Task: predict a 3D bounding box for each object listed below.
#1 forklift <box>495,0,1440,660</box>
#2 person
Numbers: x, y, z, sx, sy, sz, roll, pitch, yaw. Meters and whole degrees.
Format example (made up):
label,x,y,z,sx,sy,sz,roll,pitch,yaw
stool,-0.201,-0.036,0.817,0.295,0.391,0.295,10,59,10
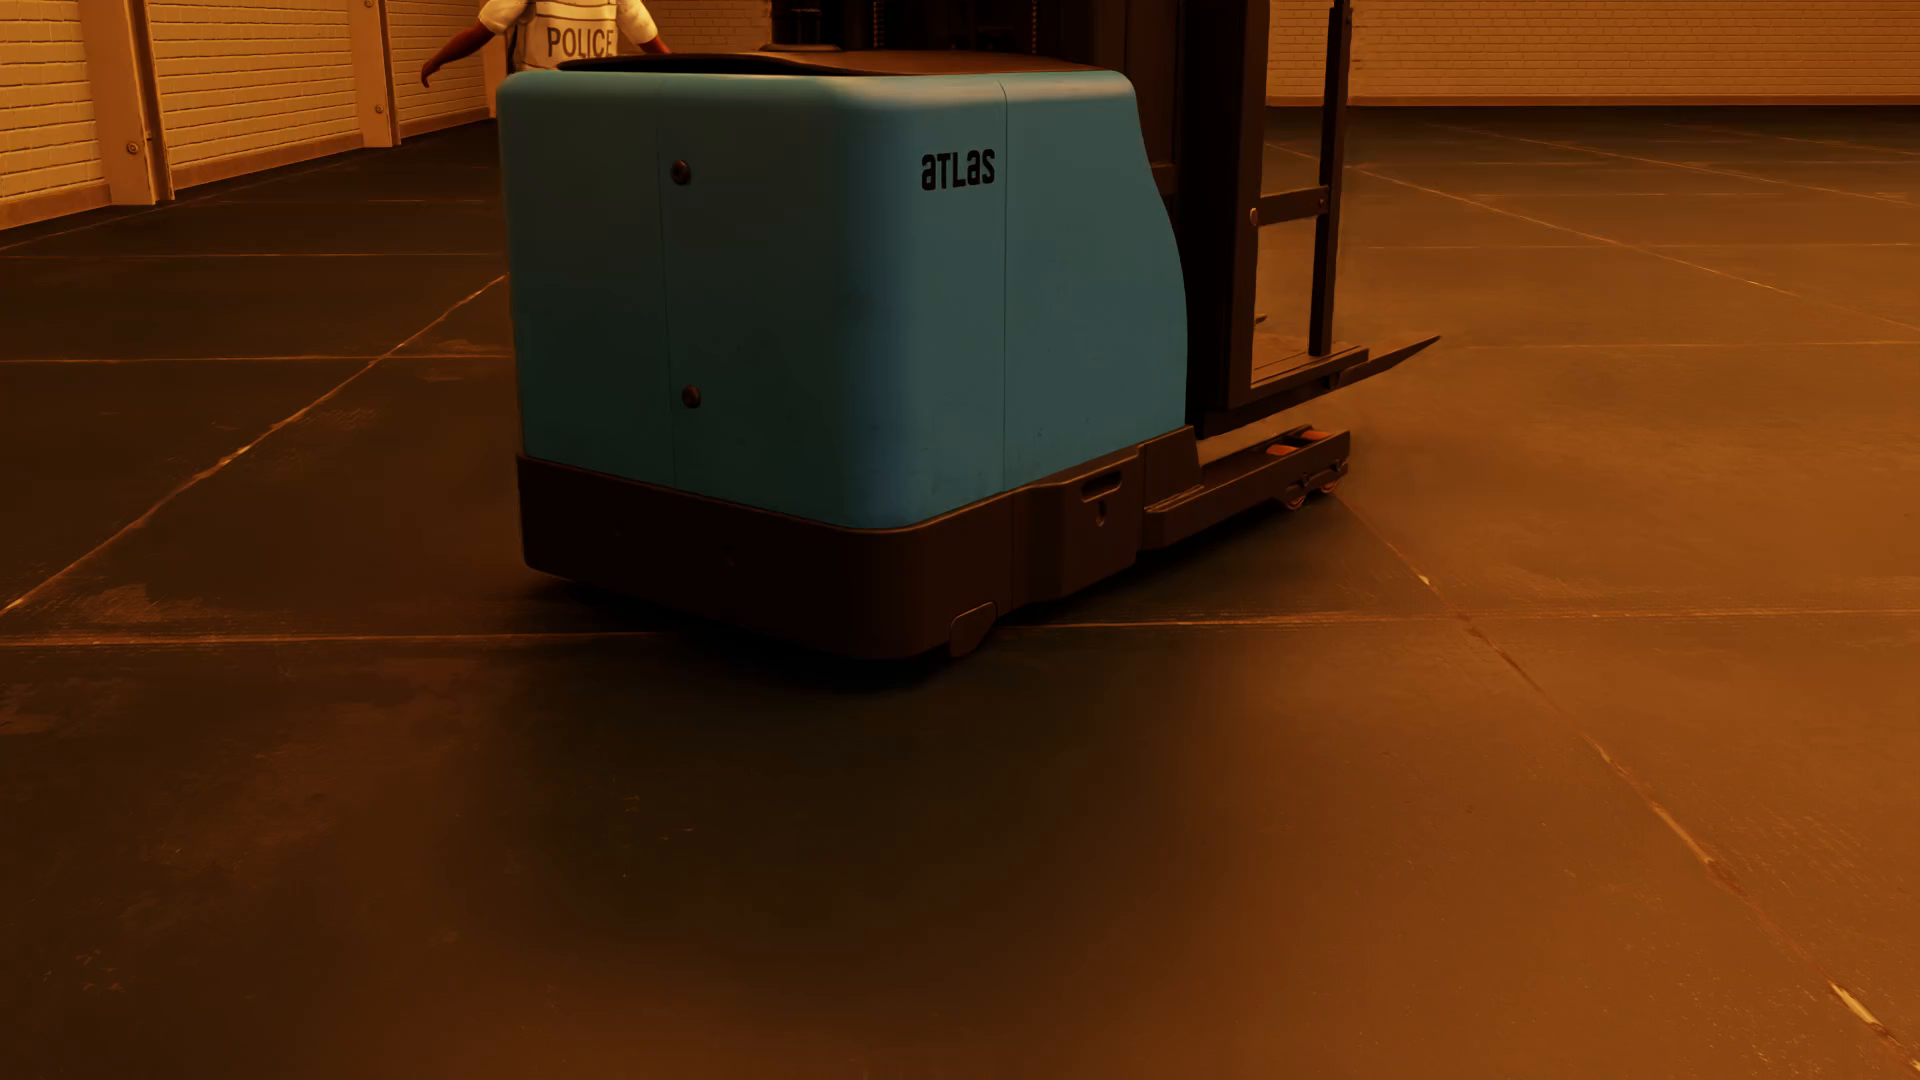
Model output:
label,x,y,z,sx,sy,sz,roll,pitch,yaw
forklift,0.359,-1.551,3.978,1.130,2.935,3.031,12,21,35
person,-1.408,-1.508,6.091,0.892,1.640,0.730,-13,21,-37
